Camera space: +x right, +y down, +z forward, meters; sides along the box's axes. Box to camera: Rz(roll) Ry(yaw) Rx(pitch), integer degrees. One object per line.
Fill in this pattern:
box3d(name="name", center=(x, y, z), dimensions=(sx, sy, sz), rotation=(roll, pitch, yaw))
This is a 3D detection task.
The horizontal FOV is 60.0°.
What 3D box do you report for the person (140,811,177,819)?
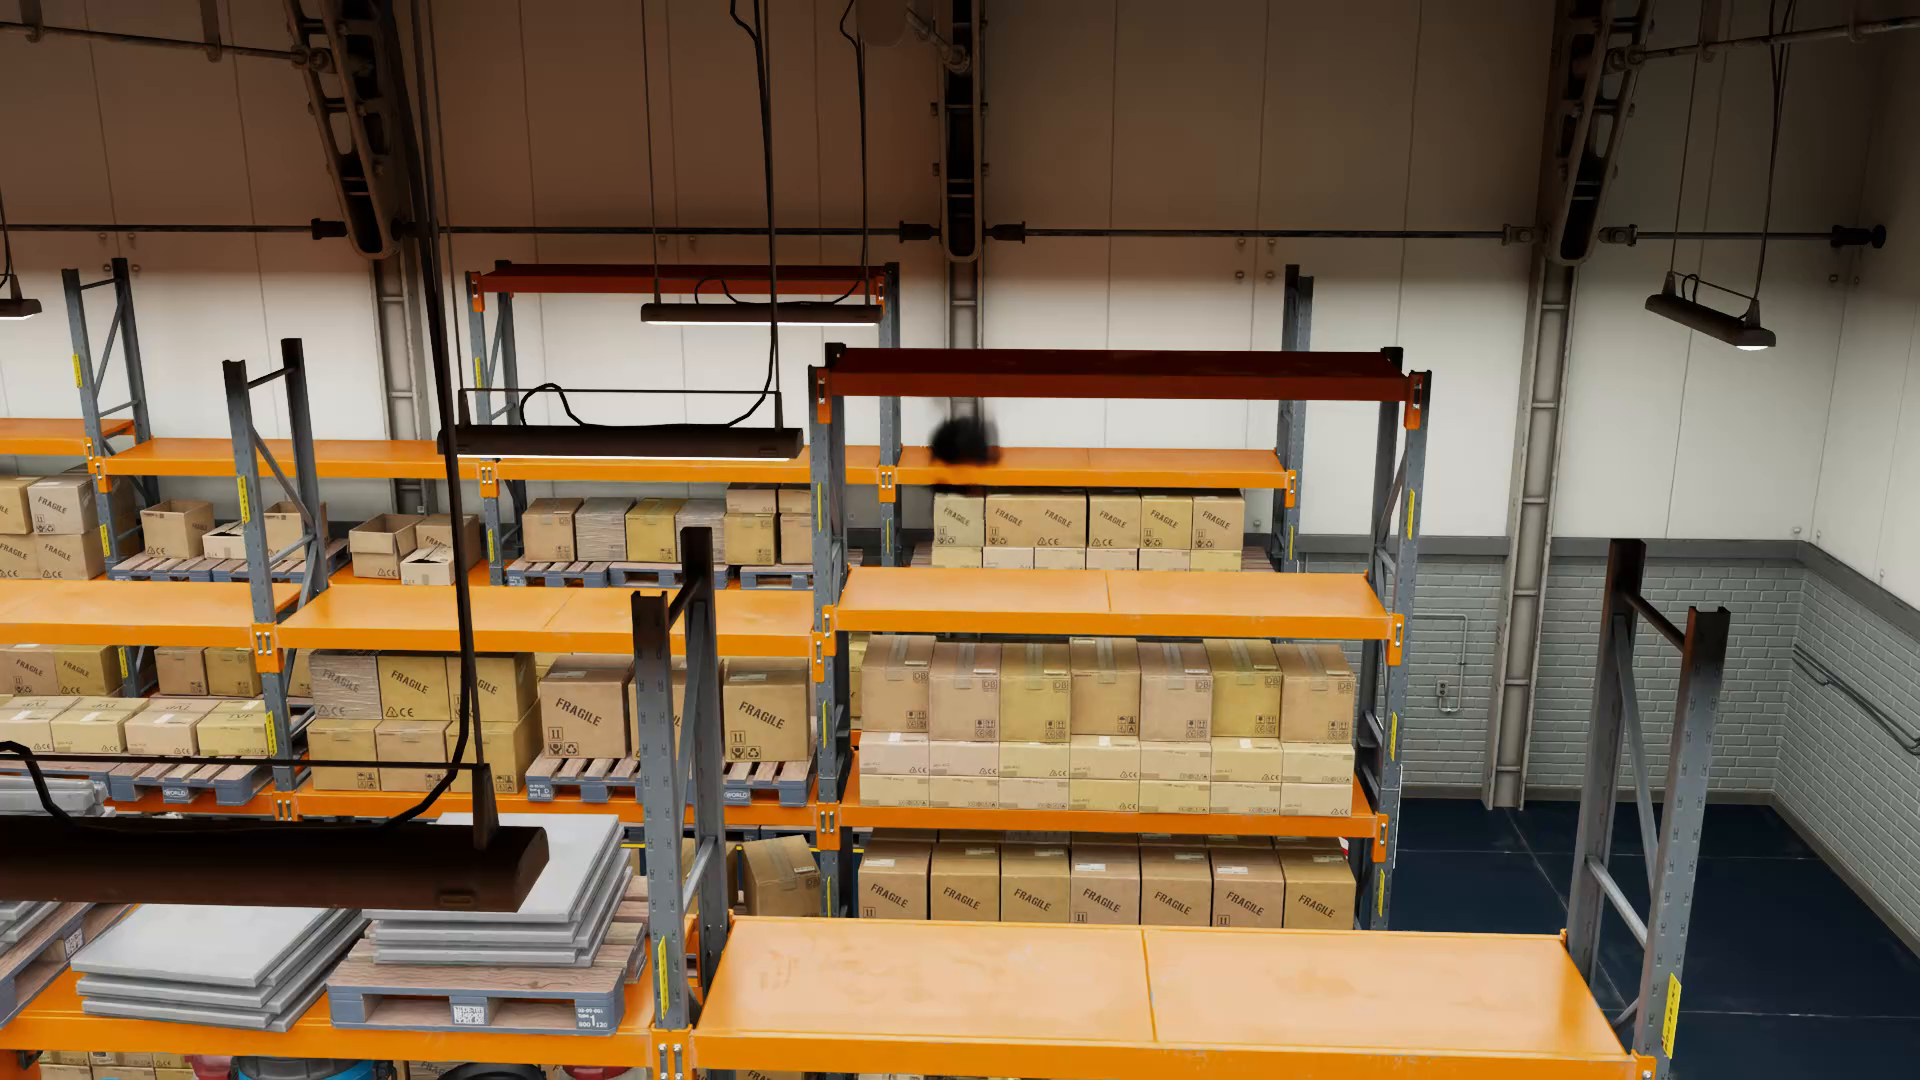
box3d(name="person", center=(-7.298, 3.031, 15.205), dimensions=(0.698, 1.649, 0.622), rotation=(0, 16, 0))
